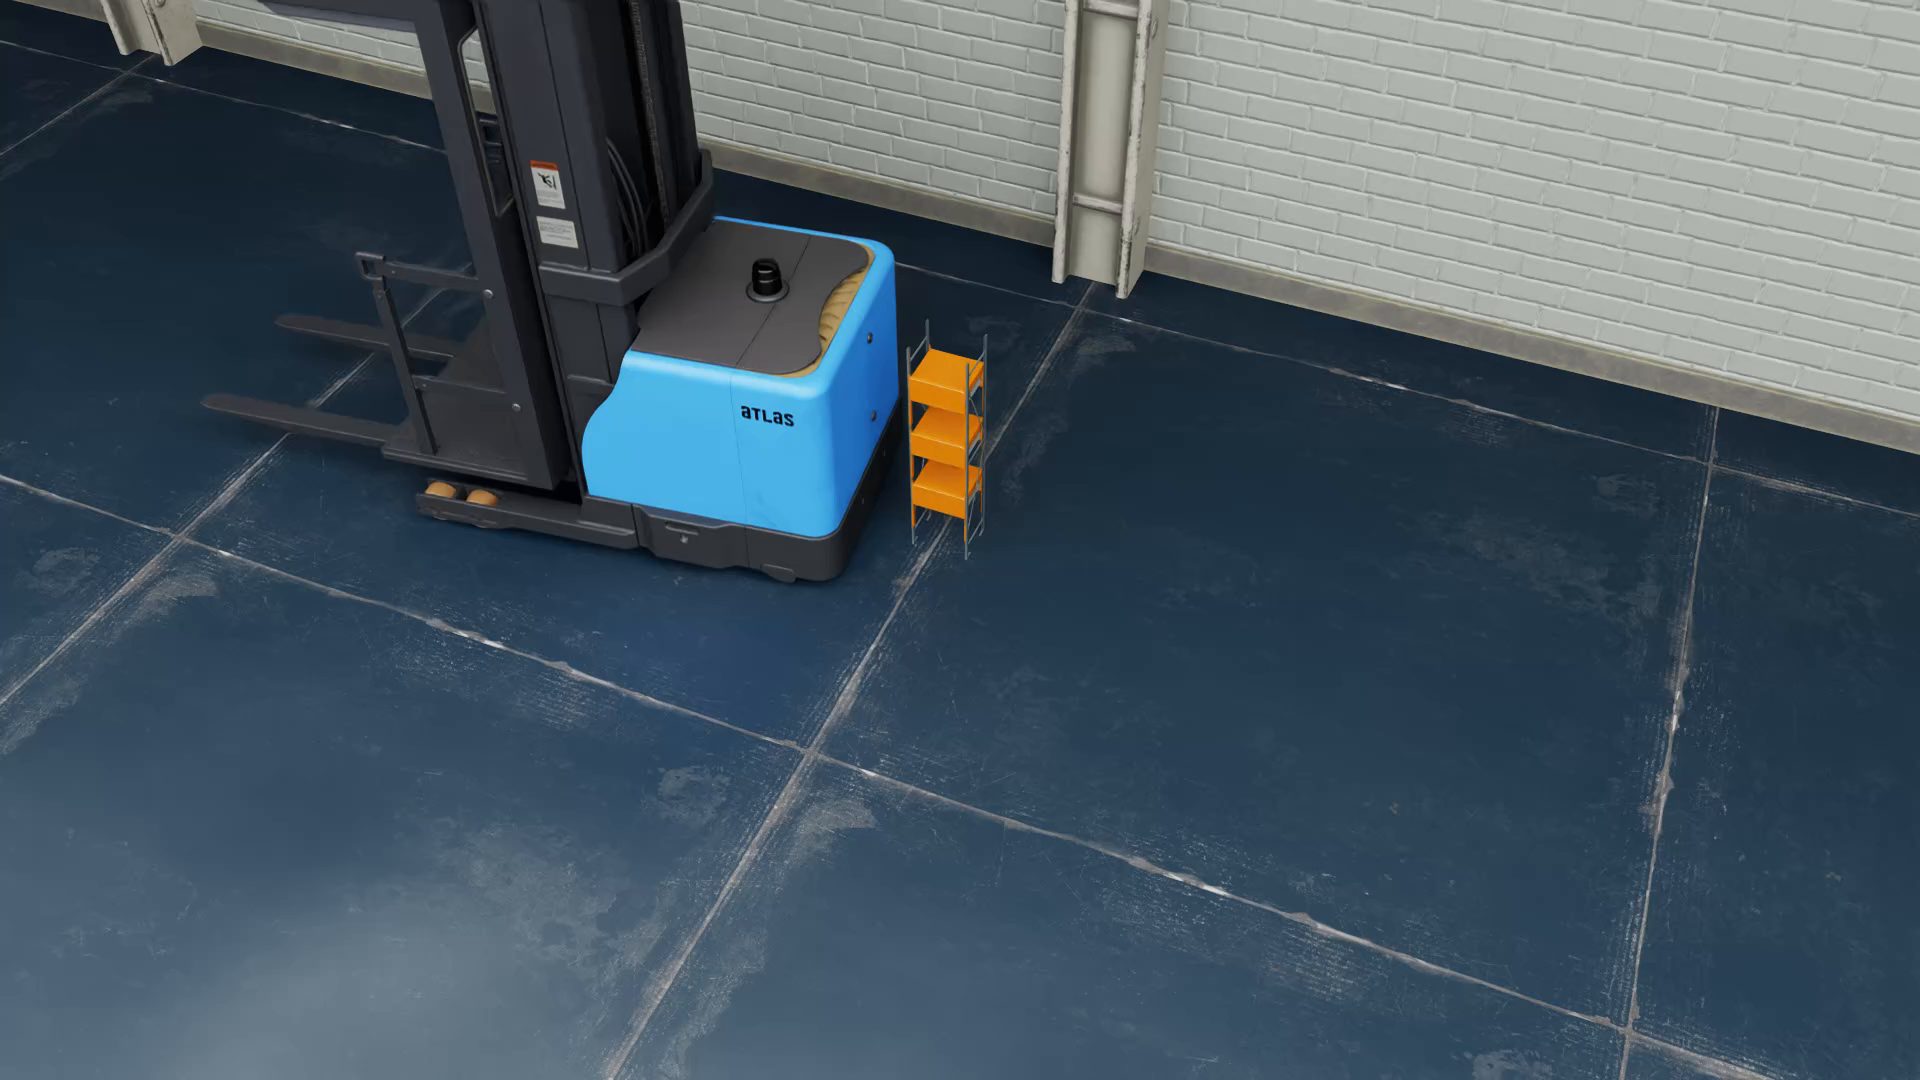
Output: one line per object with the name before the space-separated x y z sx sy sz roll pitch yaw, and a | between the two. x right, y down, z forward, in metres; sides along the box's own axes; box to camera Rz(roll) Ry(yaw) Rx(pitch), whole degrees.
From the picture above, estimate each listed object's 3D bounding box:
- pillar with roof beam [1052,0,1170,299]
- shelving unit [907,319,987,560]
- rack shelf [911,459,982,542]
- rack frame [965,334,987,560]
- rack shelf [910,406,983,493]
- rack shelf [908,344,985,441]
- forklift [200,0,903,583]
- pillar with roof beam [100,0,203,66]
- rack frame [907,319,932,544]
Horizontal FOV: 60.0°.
pillar with roof beam | -0.953 -1.743 2.461 0.400 9.000 9.100 16 47 16
shelving unit | -0.049 -0.387 6.733 0.252 1.050 0.215 16 47 16
rack shelf | -0.049 -0.182 6.937 0.240 0.259 0.215 16 47 16
rack frame | 0.063 -0.354 6.700 0.008 1.050 0.200 16 47 16
rack shelf | -0.049 -0.379 6.741 0.240 0.259 0.215 16 47 16
rack shelf | -0.049 -0.580 6.541 0.240 0.259 0.215 16 47 16
forklift | -1.829 -1.437 6.455 3.031 2.935 1.130 11 46 11
pillar with roof beam | -6.491 -3.372 4.098 0.400 9.000 9.100 16 47 16
rack frame | -0.162 -0.420 6.767 0.008 1.050 0.200 16 47 16
